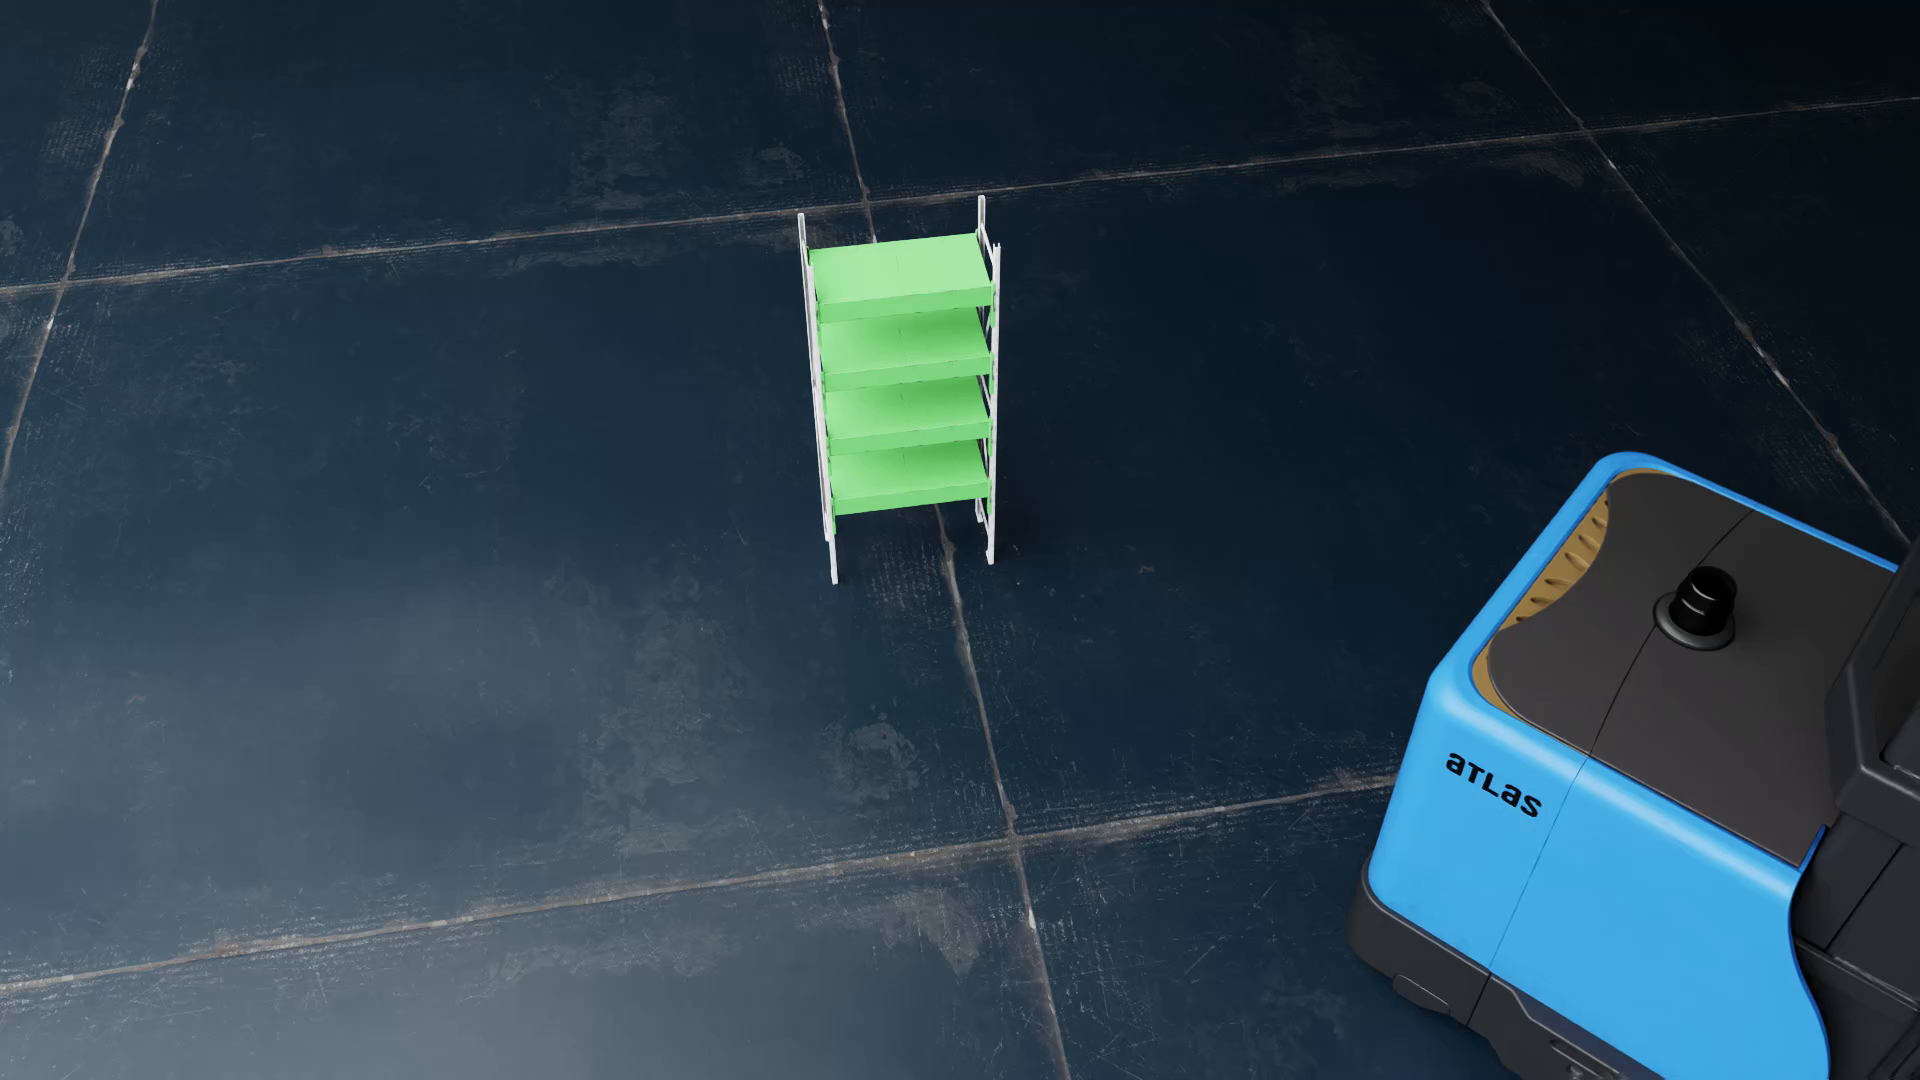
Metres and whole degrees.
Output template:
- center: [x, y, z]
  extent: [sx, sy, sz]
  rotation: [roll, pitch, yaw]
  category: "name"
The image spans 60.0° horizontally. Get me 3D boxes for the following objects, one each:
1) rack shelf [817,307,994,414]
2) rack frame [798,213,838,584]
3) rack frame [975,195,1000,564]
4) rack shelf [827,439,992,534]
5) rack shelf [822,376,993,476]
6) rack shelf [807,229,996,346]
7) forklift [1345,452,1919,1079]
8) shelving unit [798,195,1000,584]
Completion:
- center: [-0.163, -0.518, 4.671]
  extent: [0.480, 0.148, 0.258]
  rotation: [-7, 46, -7]
  category: "rack shelf"
- center: [-0.404, -0.366, 4.769]
  extent: [0.015, 1.200, 0.240]
  rotation: [-7, 46, -7]
  category: "rack frame"
- center: [0.077, -0.426, 4.827]
  extent: [0.015, 1.200, 0.240]
  rotation: [-7, 46, -7]
  category: "rack frame"
- center: [-0.163, -0.185, 5.017]
  extent: [0.480, 0.148, 0.258]
  rotation: [-7, 46, -7]
  category: "rack shelf"
- center: [-0.163, -0.352, 4.844]
  extent: [0.480, 0.148, 0.258]
  rotation: [-7, 46, -7]
  category: "rack shelf"
- center: [-0.163, -0.685, 4.499]
  extent: [0.480, 0.148, 0.258]
  rotation: [-7, 46, -7]
  category: "rack shelf"
- center: [2.437, 0.426, 2.804]
  extent: [3.031, 2.935, 1.130]
  rotation: [30, 53, 26]
  category: "forklift"
- center: [-0.163, -0.396, 4.798]
  extent: [0.503, 1.200, 0.258]
  rotation: [-7, 46, -7]
  category: "shelving unit"
